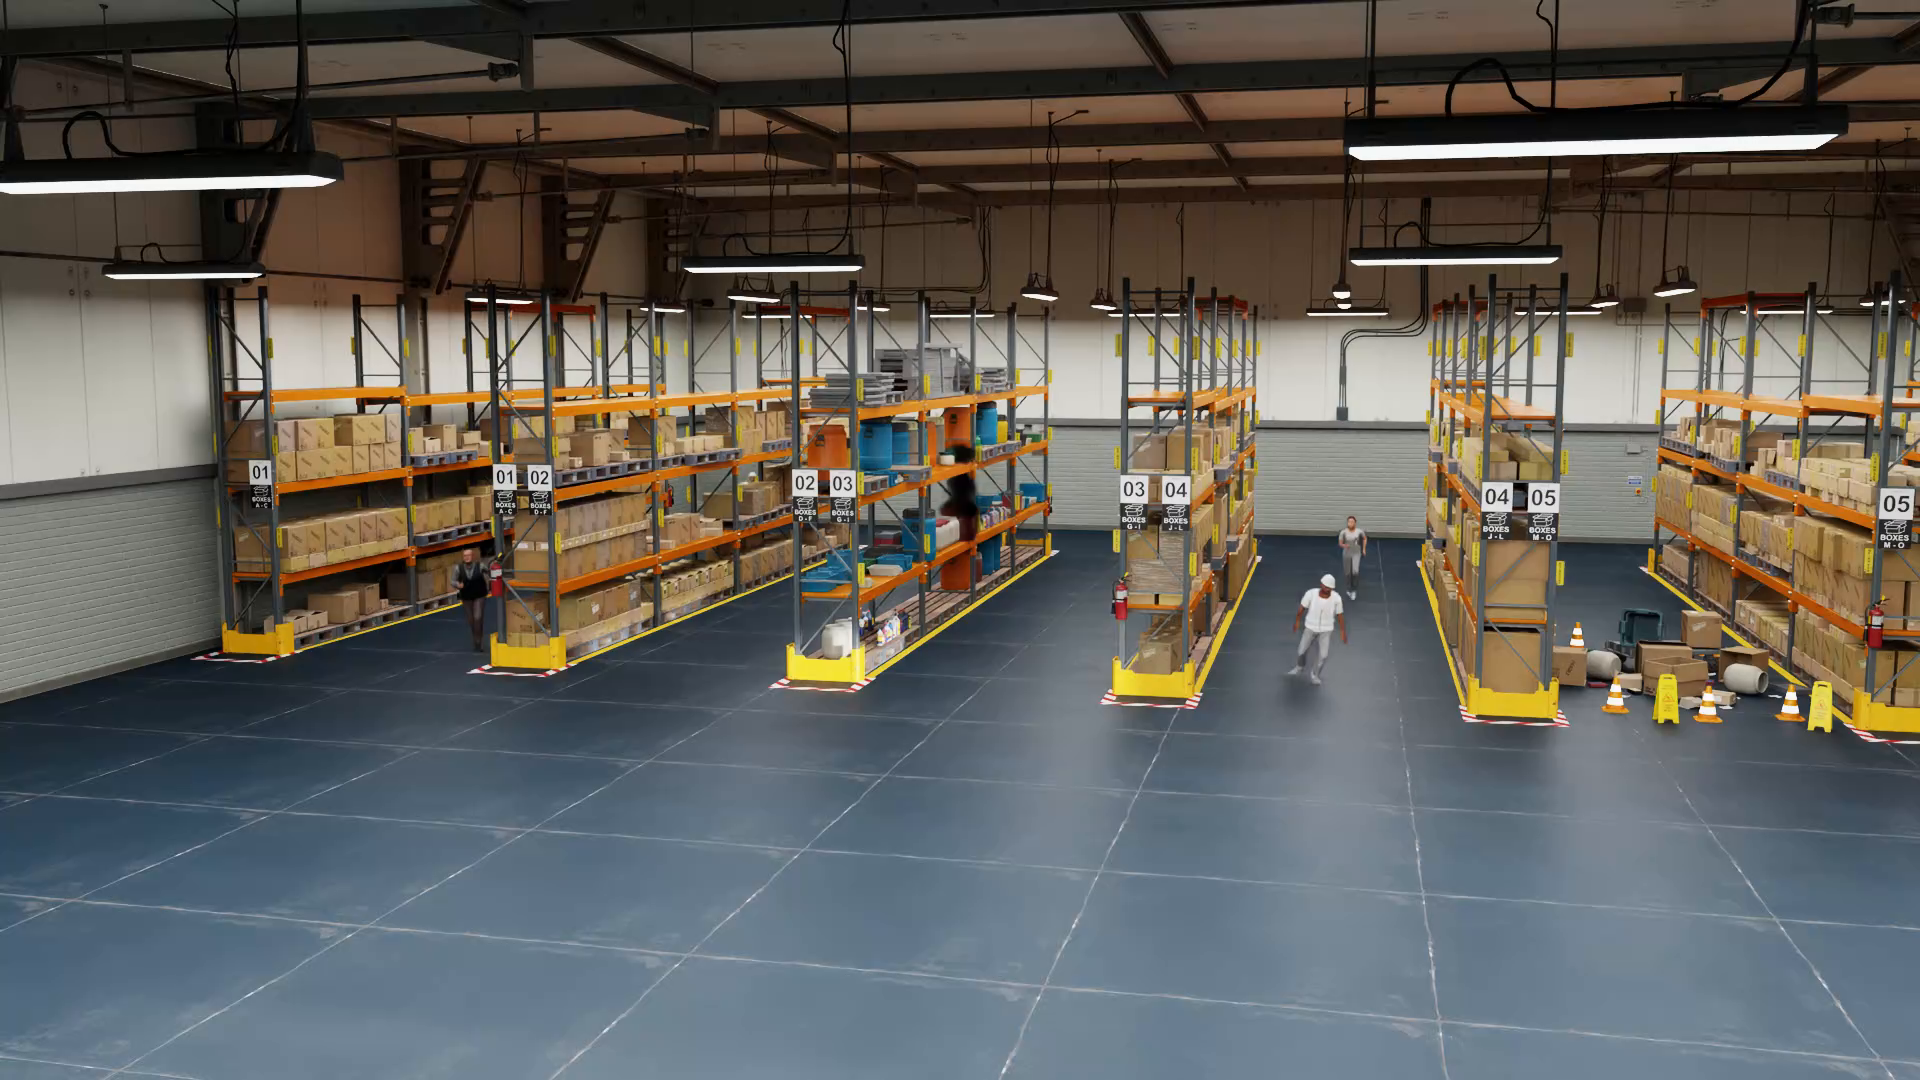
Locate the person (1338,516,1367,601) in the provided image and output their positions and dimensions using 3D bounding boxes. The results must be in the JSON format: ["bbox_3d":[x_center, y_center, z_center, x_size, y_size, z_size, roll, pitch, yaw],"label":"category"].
[{"bbox_3d":[7.844,0.359,33.261,0.542,1.691,0.793,2,7,15],"label":"person"}]

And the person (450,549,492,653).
[{"bbox_3d":[-8.128,0.989,27.717,0.648,1.708,0.934,0,7,-2],"label":"person"}]

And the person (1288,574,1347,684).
[{"bbox_3d":[5.337,1.313,24.781,0.827,1.682,0.699,1,7,9],"label":"person"}]

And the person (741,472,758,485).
[{"bbox_3d":[-5.562,-0.942,44.102,0.725,1.724,0.976,-6,9,-44],"label":"person"}]
